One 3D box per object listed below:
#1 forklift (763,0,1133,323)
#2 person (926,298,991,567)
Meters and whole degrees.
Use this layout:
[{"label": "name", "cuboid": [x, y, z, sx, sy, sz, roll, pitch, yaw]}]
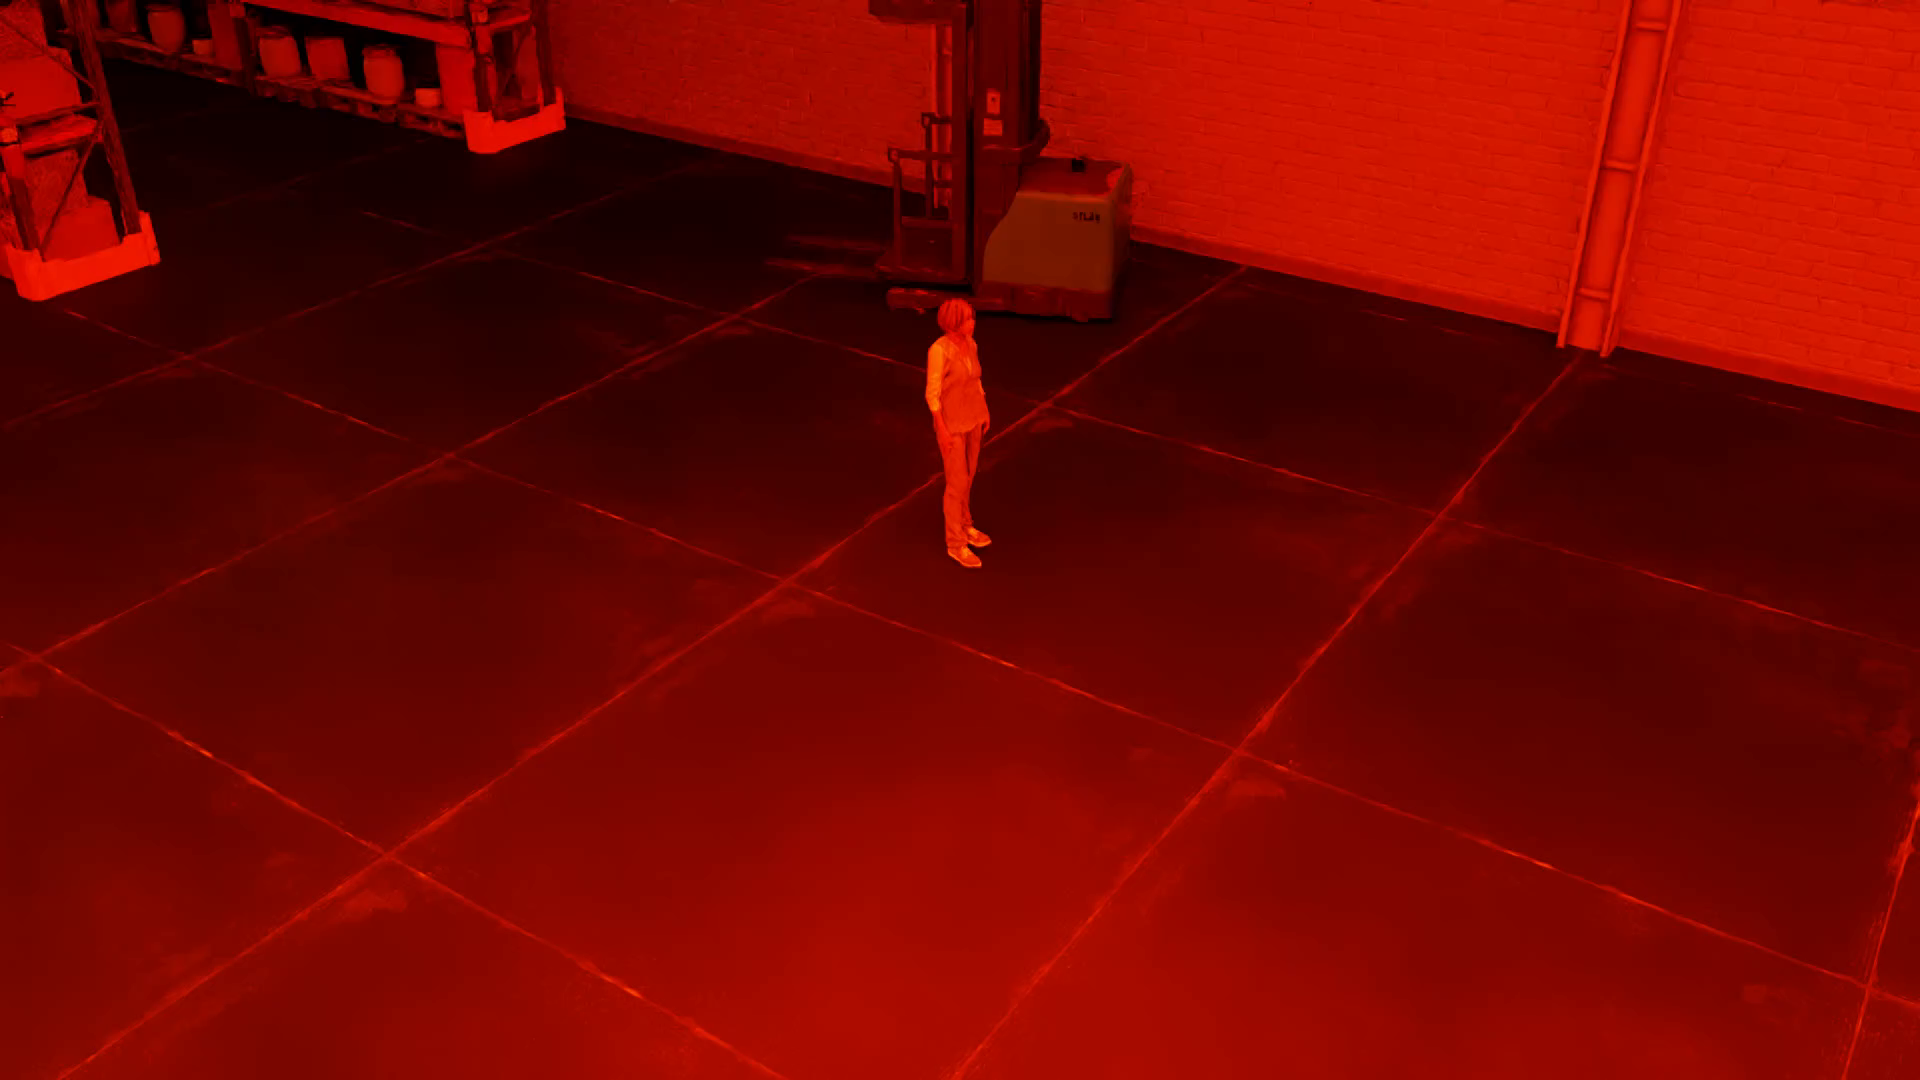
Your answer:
[{"label": "forklift", "cuboid": [-0.129, -3.416, 13.463, 3.031, 2.935, 1.130, 7, 31, 12]}, {"label": "person", "cuboid": [0.054, -0.670, 10.050, 0.474, 1.597, 0.521, 19, 35, 29]}]
